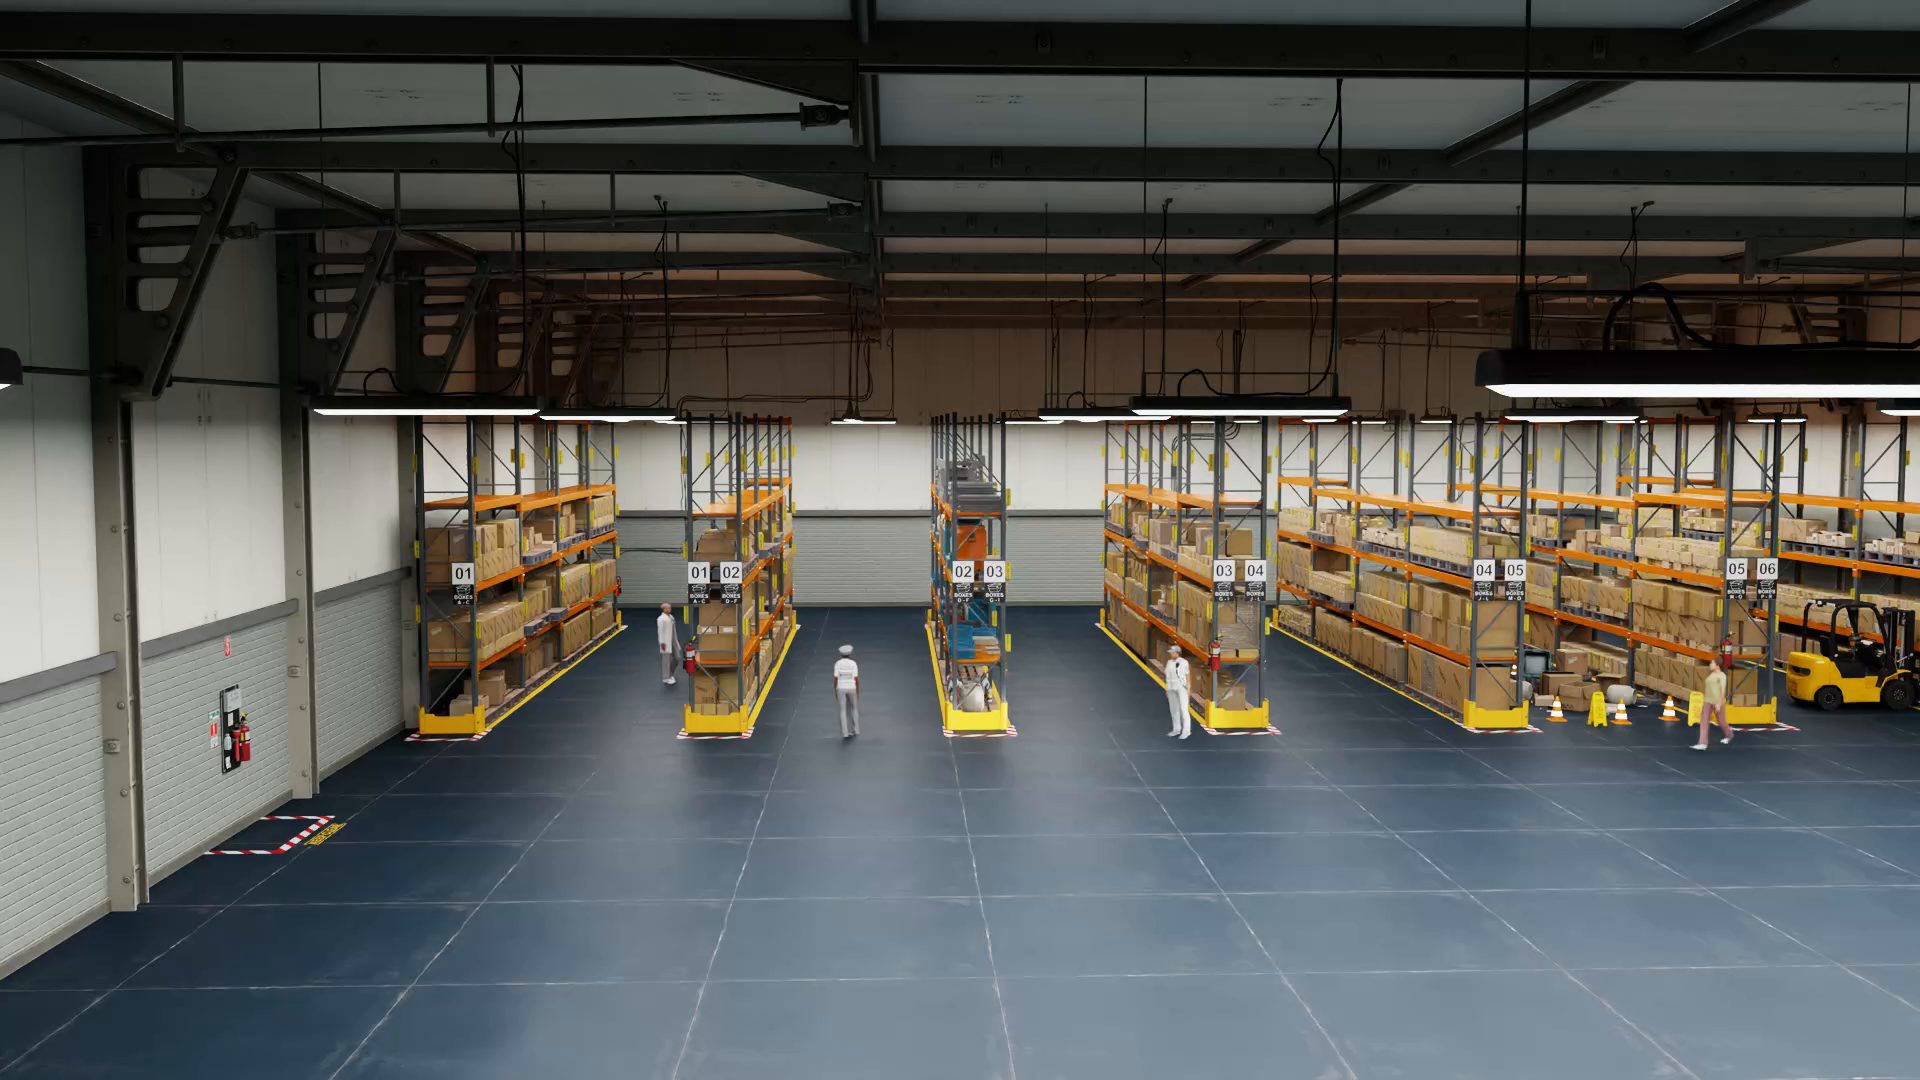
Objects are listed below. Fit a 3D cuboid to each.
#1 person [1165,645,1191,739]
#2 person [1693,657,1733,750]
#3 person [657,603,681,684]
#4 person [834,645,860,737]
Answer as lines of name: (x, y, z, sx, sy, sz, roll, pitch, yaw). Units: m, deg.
person: (4.029, 2.808, 30.811, 0.431, 1.702, 0.575, -4, 5, -45)
person: (13.415, 2.894, 29.530, 0.939, 1.637, 0.434, -4, 5, -43)
person: (-6.547, 2.307, 37.308, 0.578, 1.795, 0.647, 2, 4, 30)
person: (-2.092, 2.790, 30.736, 0.480, 1.710, 0.485, -1, 4, -11)
